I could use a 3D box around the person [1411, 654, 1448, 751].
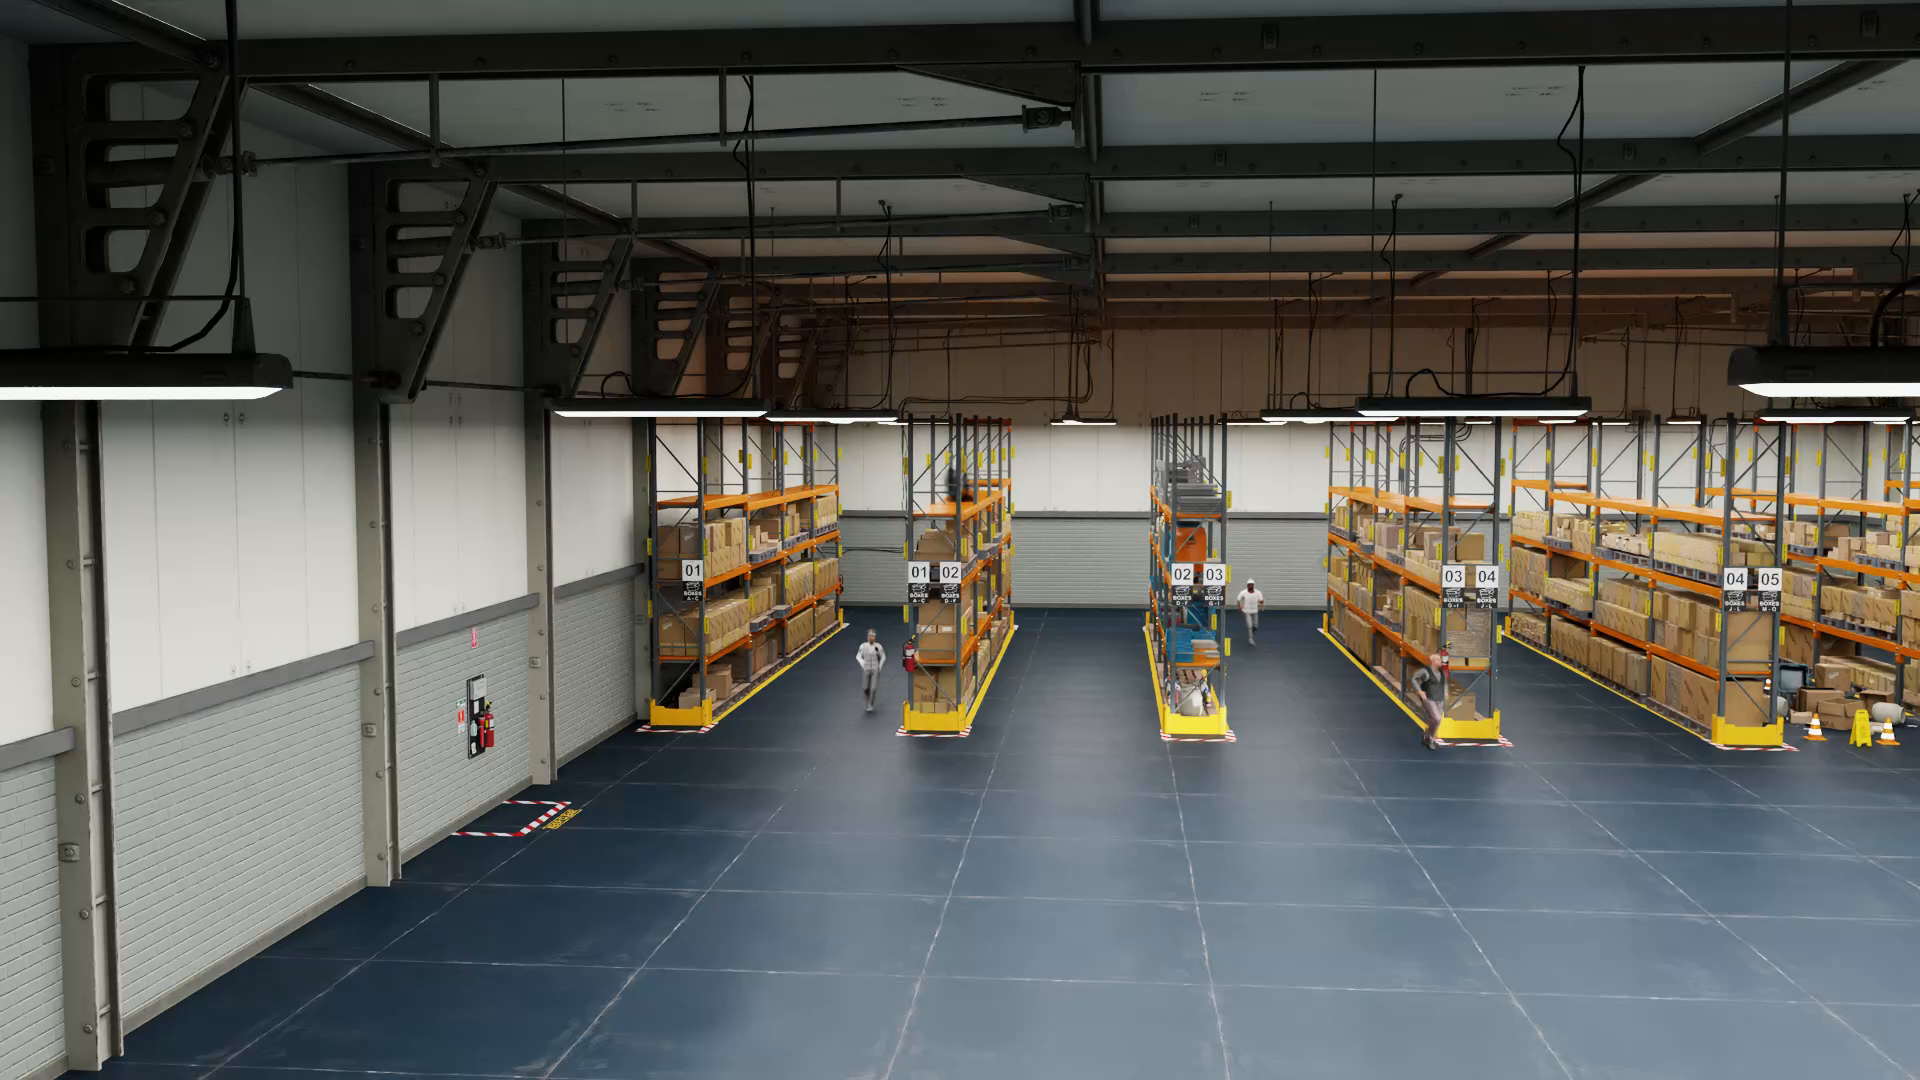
[{"bbox_3d":[8.425,2.884,29.576,0.672,1.707,0.651,-2,4,-23],"label":"person"}]

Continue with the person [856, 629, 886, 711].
[{"bbox_3d":[-1.801,2.625,33.752,0.602,1.652,0.543,0,4,-2],"label":"person"}]

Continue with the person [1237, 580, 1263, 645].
[{"bbox_3d":[7.677,1.901,43.979,0.696,1.727,0.671,0,4,-2],"label":"person"}]
